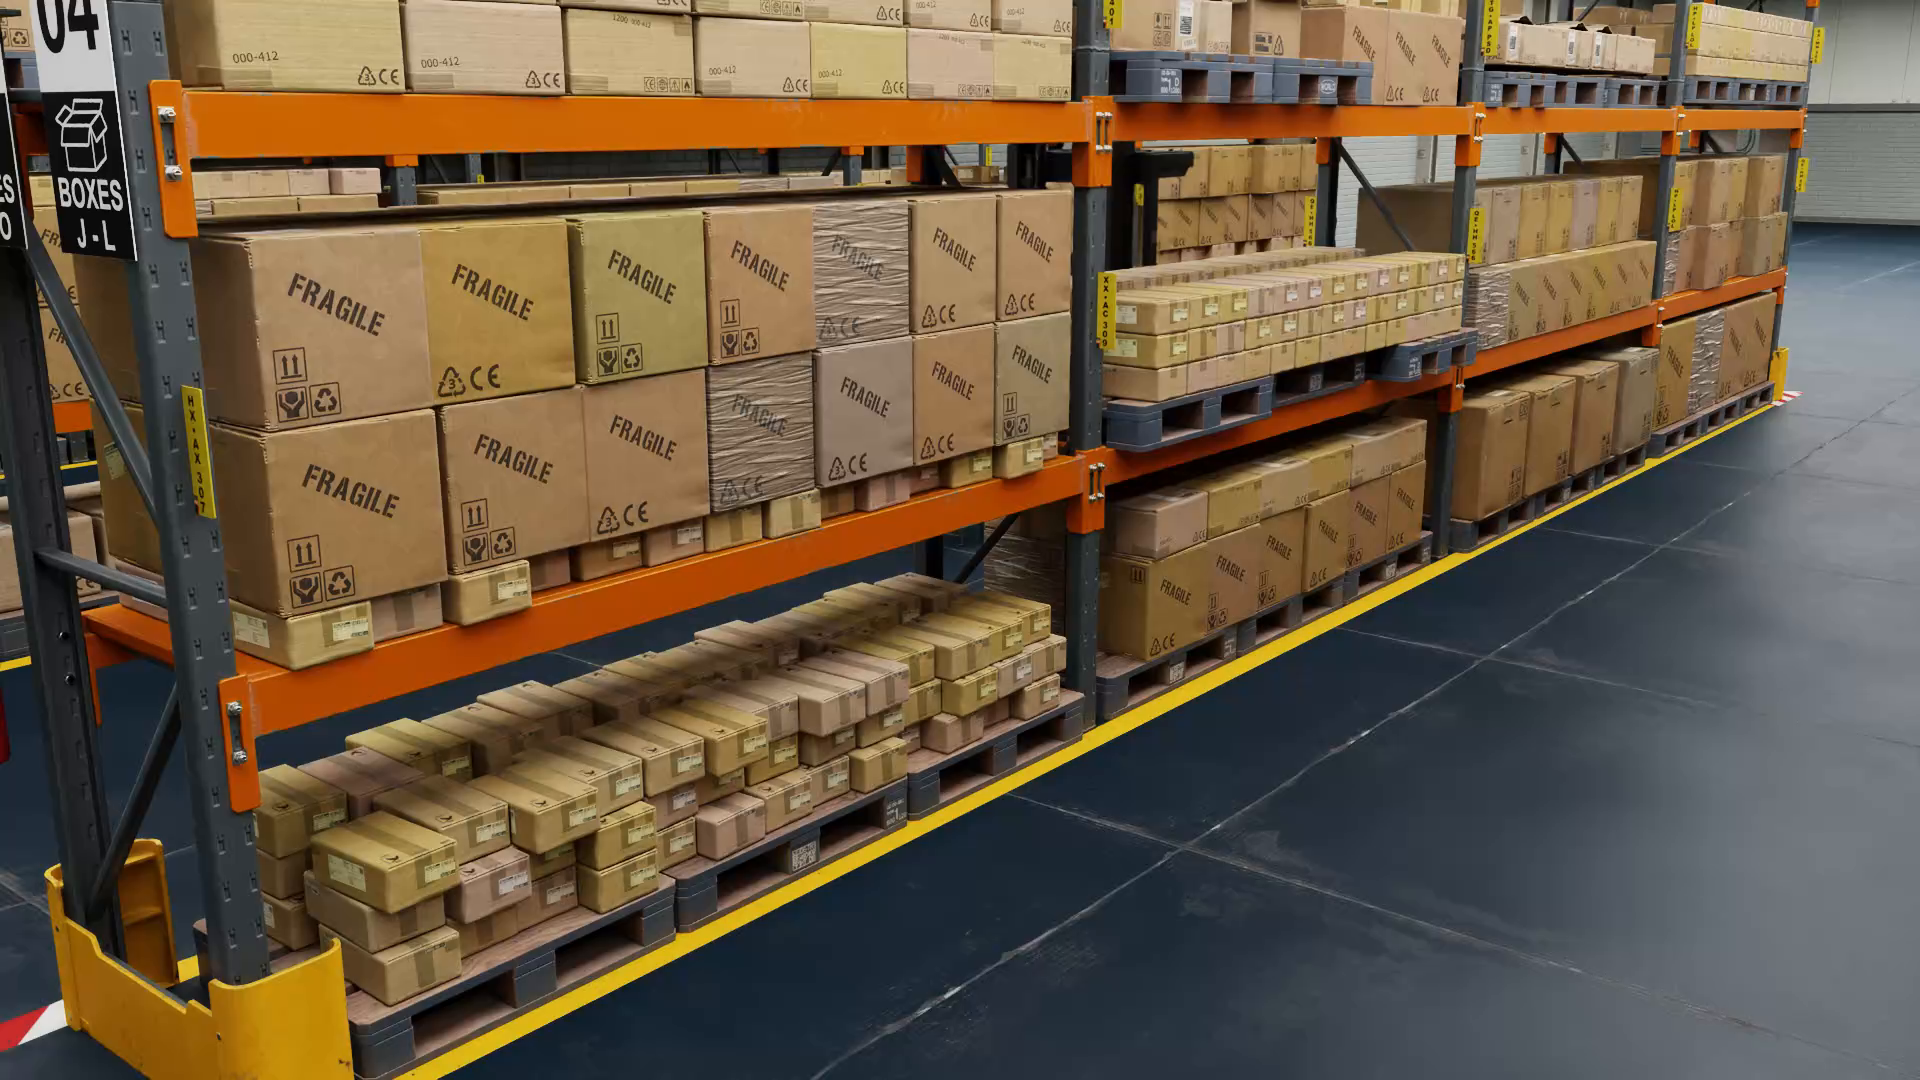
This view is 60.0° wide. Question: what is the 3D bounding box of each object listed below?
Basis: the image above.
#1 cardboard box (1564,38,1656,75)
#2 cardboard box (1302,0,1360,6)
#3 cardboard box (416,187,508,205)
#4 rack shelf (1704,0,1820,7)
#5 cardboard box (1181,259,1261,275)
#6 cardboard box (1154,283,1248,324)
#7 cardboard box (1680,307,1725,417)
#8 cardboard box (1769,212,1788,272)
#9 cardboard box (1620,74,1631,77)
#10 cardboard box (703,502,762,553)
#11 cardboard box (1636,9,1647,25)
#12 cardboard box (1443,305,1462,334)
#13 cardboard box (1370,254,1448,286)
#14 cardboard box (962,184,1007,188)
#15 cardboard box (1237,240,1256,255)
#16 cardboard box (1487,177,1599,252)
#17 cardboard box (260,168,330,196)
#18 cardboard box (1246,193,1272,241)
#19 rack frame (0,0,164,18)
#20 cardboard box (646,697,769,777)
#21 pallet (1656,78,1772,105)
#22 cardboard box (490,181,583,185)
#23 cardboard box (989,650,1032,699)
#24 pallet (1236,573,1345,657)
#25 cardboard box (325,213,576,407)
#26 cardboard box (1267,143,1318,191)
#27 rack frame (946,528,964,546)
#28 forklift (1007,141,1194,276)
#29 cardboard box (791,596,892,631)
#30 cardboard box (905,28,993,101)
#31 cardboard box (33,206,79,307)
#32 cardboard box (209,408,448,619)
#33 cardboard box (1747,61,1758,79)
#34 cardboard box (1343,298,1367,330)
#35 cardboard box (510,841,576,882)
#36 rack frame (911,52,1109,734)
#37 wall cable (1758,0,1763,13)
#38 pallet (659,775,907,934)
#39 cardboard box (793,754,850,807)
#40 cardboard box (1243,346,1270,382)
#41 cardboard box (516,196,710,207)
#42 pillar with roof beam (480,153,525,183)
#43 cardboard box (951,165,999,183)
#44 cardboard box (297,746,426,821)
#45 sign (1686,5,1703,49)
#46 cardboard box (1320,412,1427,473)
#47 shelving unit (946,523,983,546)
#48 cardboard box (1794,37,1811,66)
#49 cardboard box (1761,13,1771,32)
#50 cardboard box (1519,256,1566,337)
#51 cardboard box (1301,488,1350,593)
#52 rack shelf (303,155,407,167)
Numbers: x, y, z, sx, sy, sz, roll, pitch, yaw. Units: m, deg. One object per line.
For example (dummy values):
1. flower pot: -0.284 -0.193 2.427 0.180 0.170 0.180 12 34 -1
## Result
1. cardboard box: 4.909 -3.653 12.567 0.500 0.250 0.500 11 18 38
2. cardboard box: 1.870 -2.920 8.675 0.396 0.266 0.258 11 18 38
3. cardboard box: -3.213 -1.967 10.541 0.500 0.500 0.500 12 18 38
4. rack shelf: 6.485 -4.928 14.518 1.077 0.370 4.000 11 18 38
5. cardboard box: 1.448 -1.473 9.280 0.380 0.149 0.250 12 19 39
6. cardboard box: 1.139 -1.125 7.909 0.380 0.149 0.250 11 18 38
7. cardboard box: 6.242 -1.636 14.935 0.875 0.875 0.875 11 18 38
8. cardboard box: 7.544 -2.940 16.301 0.875 0.550 0.550 11 18 38
9. cardboard box: 5.367 -3.931 13.868 0.380 0.149 0.250 12 18 38
10. cardboard box: -0.915 -0.078 5.848 0.380 0.149 0.250 12 19 40
11. cardboard box: 5.527 -4.366 13.960 0.380 0.149 0.250 11 18 37
12. cardboard box: 2.762 -1.330 9.923 0.380 0.149 0.250 12 18 38
13. cardboard box: 2.603 -1.571 9.665 0.380 0.149 0.250 11 18 37
14. cardboard box: 0.234 -2.905 14.807 0.500 0.500 0.500 10 18 35
15. cardboard box: 3.011 -3.210 18.178 0.380 0.149 0.250 11 18 37
16. cardboard box: 4.281 -2.421 12.328 0.700 0.500 0.500 11 18 38
17. cardboard box: -3.910 -2.100 9.746 0.380 0.149 0.250 12 18 39
18. cardboard box: 3.066 -3.548 18.190 0.500 0.500 0.500 11 18 37
19. rack frame: -2.314 -2.789 3.827 1.000 3.000 0.127 11 18 38
20. cardboard box: -0.909 0.705 5.983 0.380 0.149 0.250 12 18 38
21. pallet: 6.518 -3.978 14.779 1.003 0.211 1.213 11 18 38
22. cardboard box: -2.975 -2.246 11.639 0.500 0.500 0.500 12 19 39
23. cardboard box: 0.089 0.550 7.201 0.380 0.149 0.250 10 17 35
24. pallet: 1.455 0.320 9.436 1.003 0.211 1.213 11 18 38
25. cardboard box: -1.513 -0.701 4.954 0.500 0.500 0.500 12 19 39
26. cardboard box: 3.677 -4.238 18.876 0.700 0.500 0.500 11 18 36
27. rack frame: -0.069 -0.415 10.929 0.240 0.900 0.006 11 18 38
28. forklift: 1.051 -1.858 12.484 1.130 2.935 3.031 8 16 30
29. cardboard box: -0.517 0.376 7.281 0.380 0.149 0.250 11 18 37
30. cardboard box: -0.221 -1.799 6.326 0.500 0.250 0.500 11 18 37
31. cardboard box: -4.755 -1.505 8.720 0.500 0.500 0.500 11 18 38
32. cardboard box: -1.817 -0.118 4.686 0.500 0.500 0.500 12 19 40
33. cardboard box: 6.677 -4.072 14.423 0.380 0.149 0.250 12 18 38
34. cardboard box: 1.949 -1.227 8.915 0.380 0.149 0.250 12 18 39
35. cardboard box: -1.484 0.987 5.477 0.380 0.149 0.250 12 18 38
36. rack frame: 0.200 -0.648 7.581 1.000 3.000 0.127 11 18 38
37. wall cable: 22.666 -14.003 44.016 3.097 2.526 0.112 11 18 38
38. pallet: -0.961 1.073 6.472 1.003 0.211 1.213 11 18 38
39. cardboard box: -0.648 0.896 6.441 0.380 0.149 0.250 12 18 39
40. cardboard box: 1.294 -0.883 8.164 0.380 0.149 0.250 11 18 38
41. cardboard box: -1.251 -0.985 6.070 0.500 0.500 0.500 10 18 36
42. pillar with roof beam: -1.596 -5.558 14.727 9.100 9.000 0.400 11 18 38
43. cardboard box: 0.141 -3.378 15.349 0.380 0.149 0.250 13 19 41
44. cardboard box: -1.976 0.828 5.499 0.380 0.149 0.250 12 18 39
45. sign: 5.656 -3.955 12.817 0.100 0.325 0.005 11 18 38
46. cardboard box: 2.488 -0.598 10.084 0.500 0.250 0.500 11 18 36
47. shelving unit: -0.005 -0.435 11.006 0.258 0.900 0.210 11 18 38
48. cardboard box: 7.652 -4.586 15.636 0.500 0.250 0.500 12 18 38
49. cardboard box: 6.836 -4.507 14.516 0.380 0.149 0.250 11 18 38
50. cardboard box: 3.841 -1.701 11.523 0.500 0.500 0.500 11 18 37
51. cardboard box: 1.855 -0.037 9.399 0.500 0.500 0.500 10 18 35
52. rack shelf: -4.971 -2.117 8.731 1.077 0.370 4.000 11 18 38
